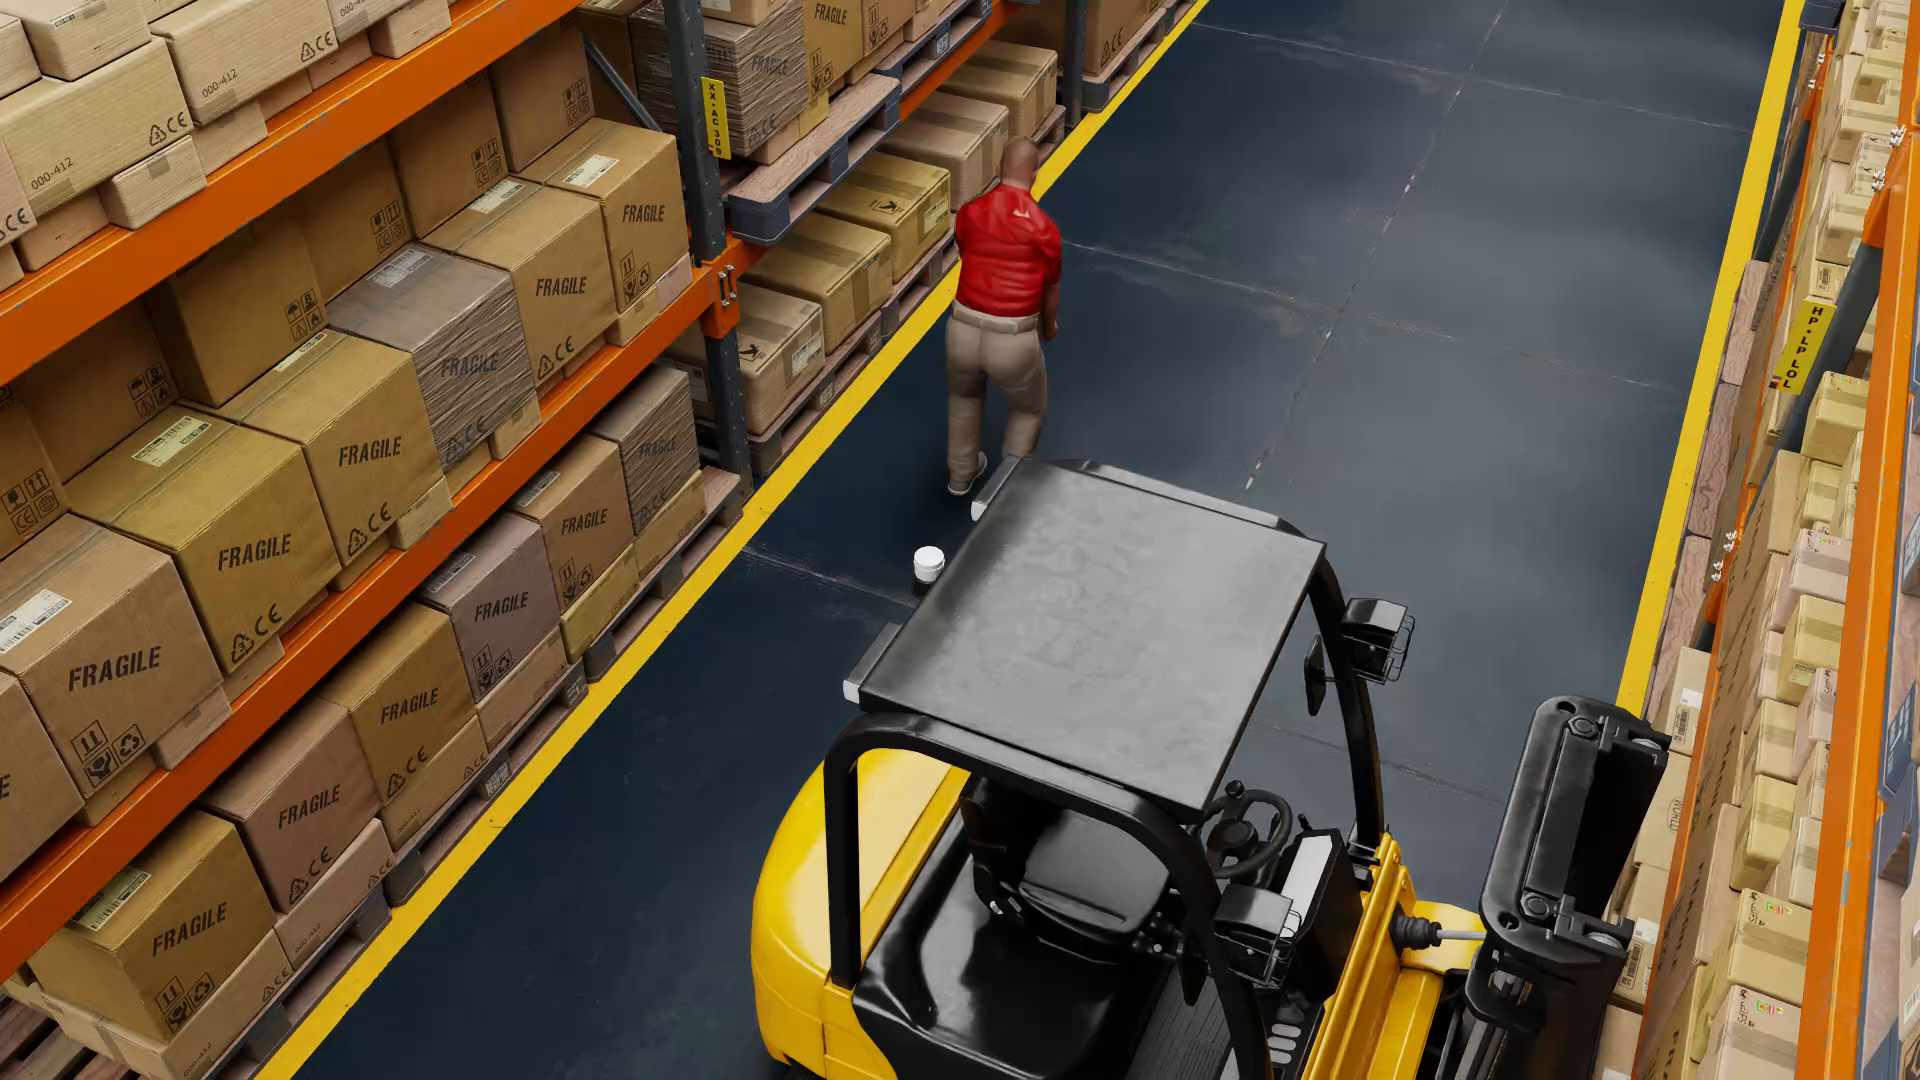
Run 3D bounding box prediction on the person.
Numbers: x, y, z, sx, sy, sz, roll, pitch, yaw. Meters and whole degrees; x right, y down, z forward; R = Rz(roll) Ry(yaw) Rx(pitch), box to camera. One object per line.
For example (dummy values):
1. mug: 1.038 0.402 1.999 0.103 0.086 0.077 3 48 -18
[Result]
1. person: 0.181 -0.912 7.275 0.483 1.631 0.623 16 44 17
